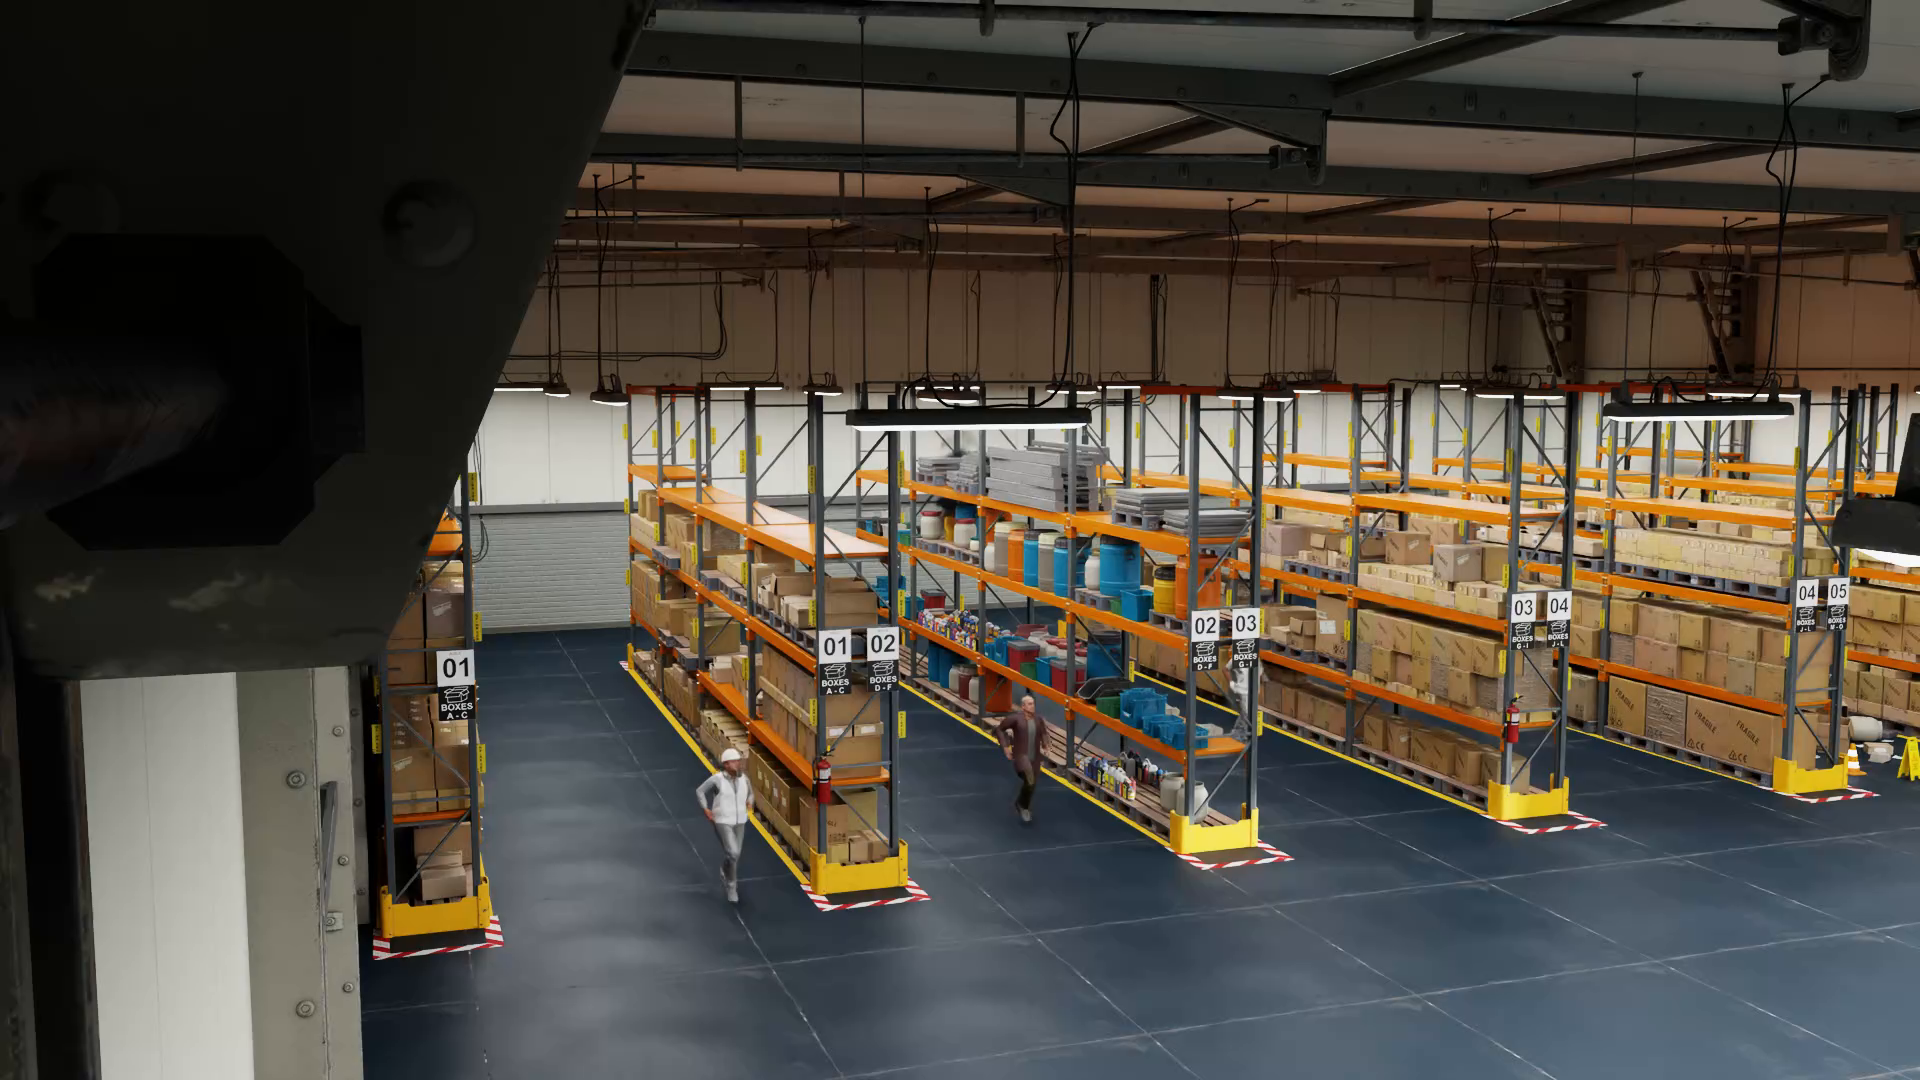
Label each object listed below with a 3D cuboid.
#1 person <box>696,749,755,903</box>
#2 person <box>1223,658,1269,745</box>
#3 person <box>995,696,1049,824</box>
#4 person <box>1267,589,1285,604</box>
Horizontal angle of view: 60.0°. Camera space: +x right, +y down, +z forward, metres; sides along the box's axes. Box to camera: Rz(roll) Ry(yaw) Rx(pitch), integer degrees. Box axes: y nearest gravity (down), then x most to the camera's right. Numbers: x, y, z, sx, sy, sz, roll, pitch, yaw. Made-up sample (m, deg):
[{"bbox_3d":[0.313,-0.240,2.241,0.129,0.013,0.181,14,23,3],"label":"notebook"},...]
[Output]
[{"bbox_3d":[-2.767,3.405,20.003,0.657,1.802,0.744,-5,8,-40],"label":"person"},{"bbox_3d":[4.781,2.590,27.690,0.659,1.847,0.806,-4,7,-32],"label":"person"},{"bbox_3d":[0.924,3.062,23.243,0.709,1.767,0.777,-4,7,-31],"label":"person"},{"bbox_3d":[6.926,1.798,36.457,0.540,1.549,0.581,-1,6,-12],"label":"person"}]
